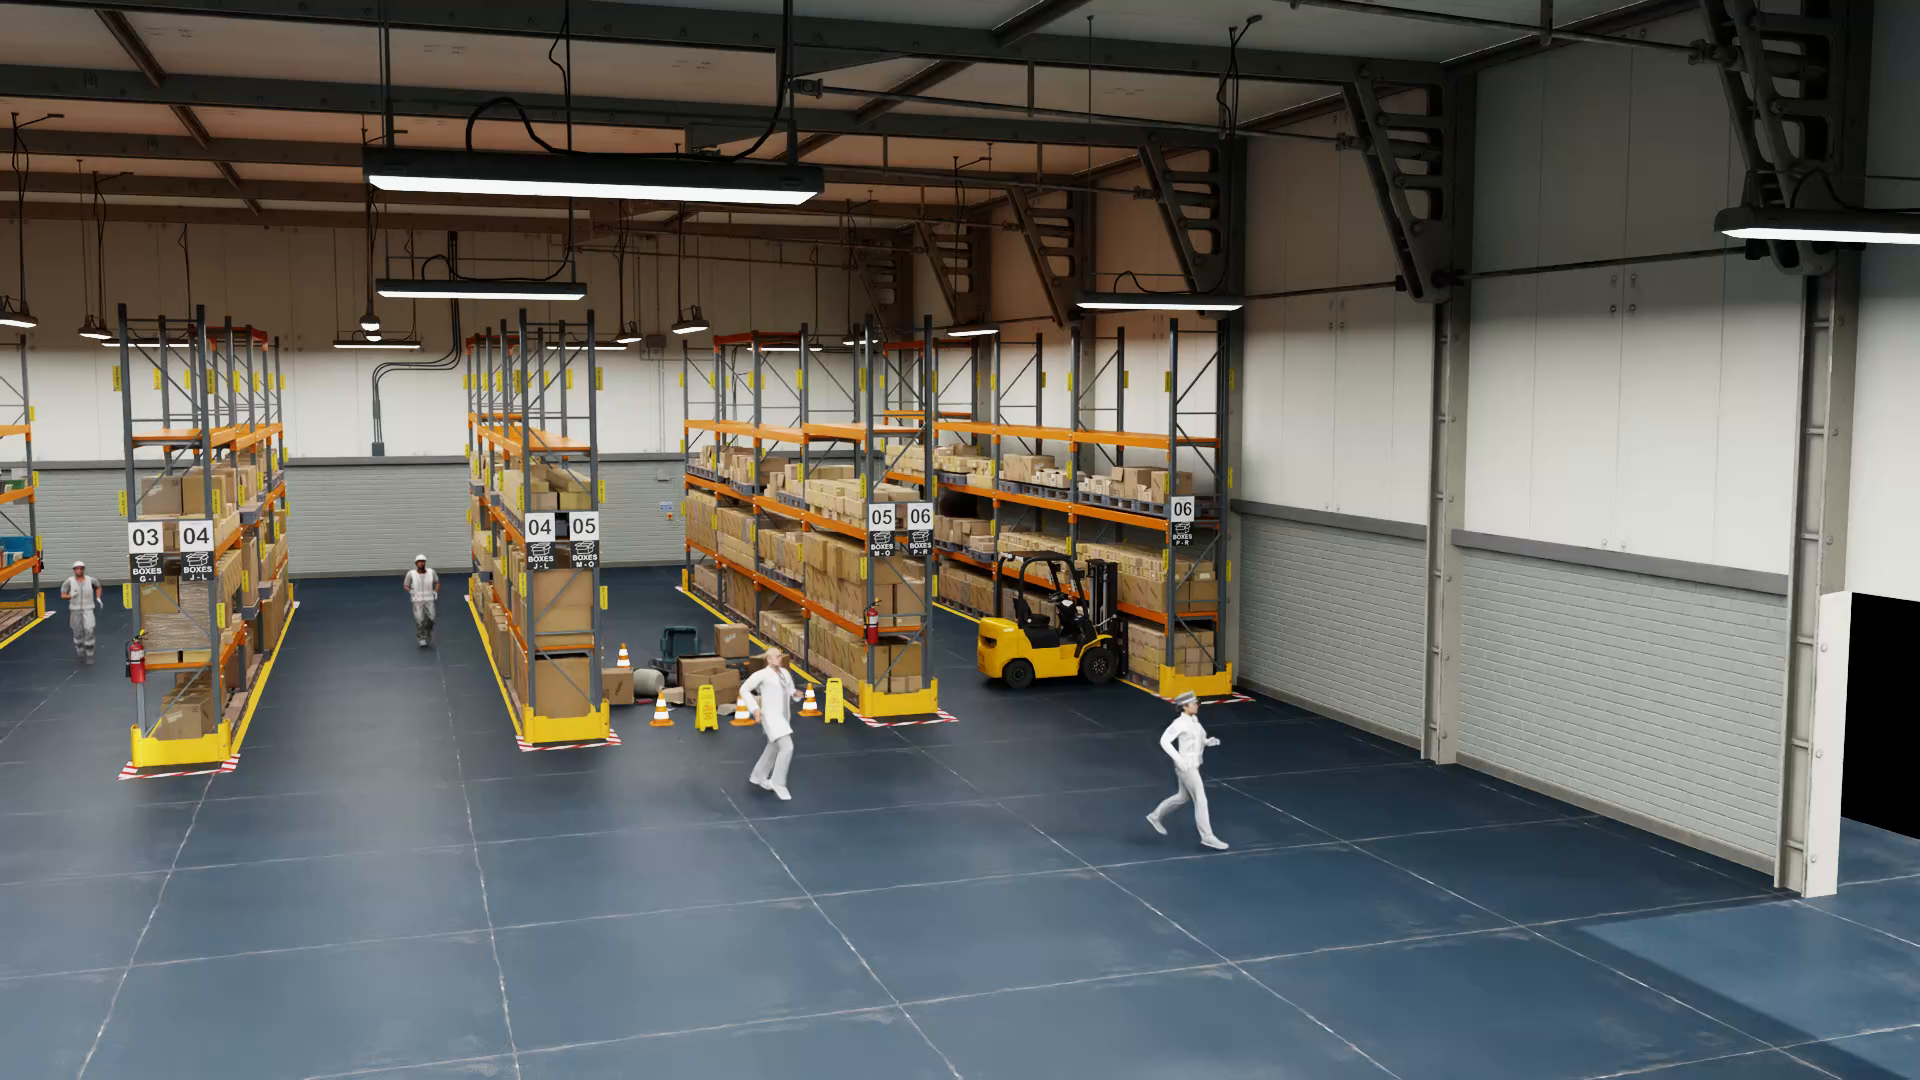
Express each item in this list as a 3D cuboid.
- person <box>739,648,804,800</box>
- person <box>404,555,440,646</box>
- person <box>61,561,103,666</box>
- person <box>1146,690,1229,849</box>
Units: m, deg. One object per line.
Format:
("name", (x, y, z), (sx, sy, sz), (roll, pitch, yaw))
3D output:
("person", (-2.236, 2.321, 20.137), (0.823, 1.632, 0.674), (3, 6, 26))
("person", (-10.152, 1.149, 31.445), (0.672, 1.736, 0.599), (-3, 6, -25))
("person", (-15.662, 1.292, 29.680), (0.648, 1.845, 0.799), (-3, 6, -25))
("person", (2.460, 2.445, 17.901), (0.914, 1.676, 0.611), (2, 6, 22))
